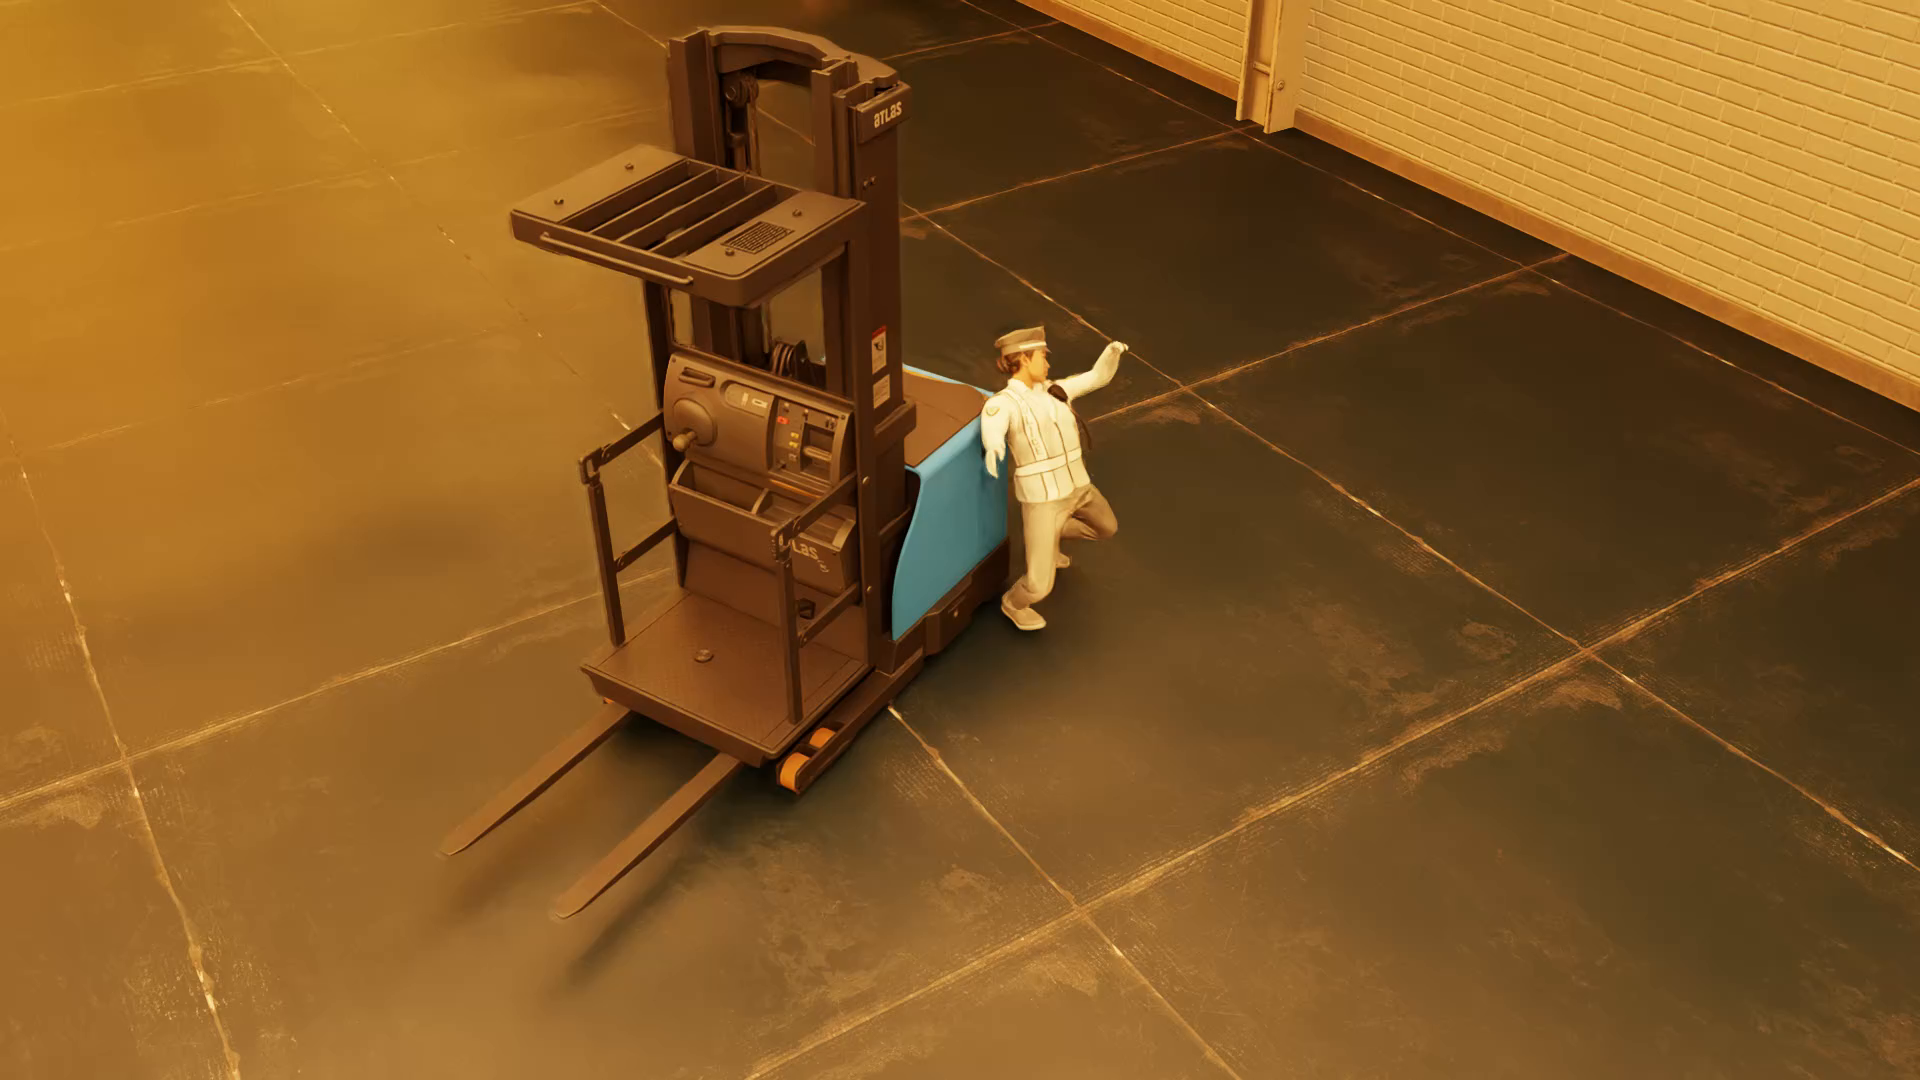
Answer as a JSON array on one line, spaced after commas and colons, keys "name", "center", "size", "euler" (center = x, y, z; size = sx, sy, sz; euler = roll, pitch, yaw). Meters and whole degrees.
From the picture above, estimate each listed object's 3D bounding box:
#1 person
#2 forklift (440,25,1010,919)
[{"name": "person", "center": [0.278, -0.242, 7.688], "size": [0.708, 1.501, 0.979], "euler": [25, 42, 31]}, {"name": "forklift", "center": [-0.966, -0.425, 6.753], "size": [1.130, 2.935, 3.031], "euler": [20, 40, 26]}]
